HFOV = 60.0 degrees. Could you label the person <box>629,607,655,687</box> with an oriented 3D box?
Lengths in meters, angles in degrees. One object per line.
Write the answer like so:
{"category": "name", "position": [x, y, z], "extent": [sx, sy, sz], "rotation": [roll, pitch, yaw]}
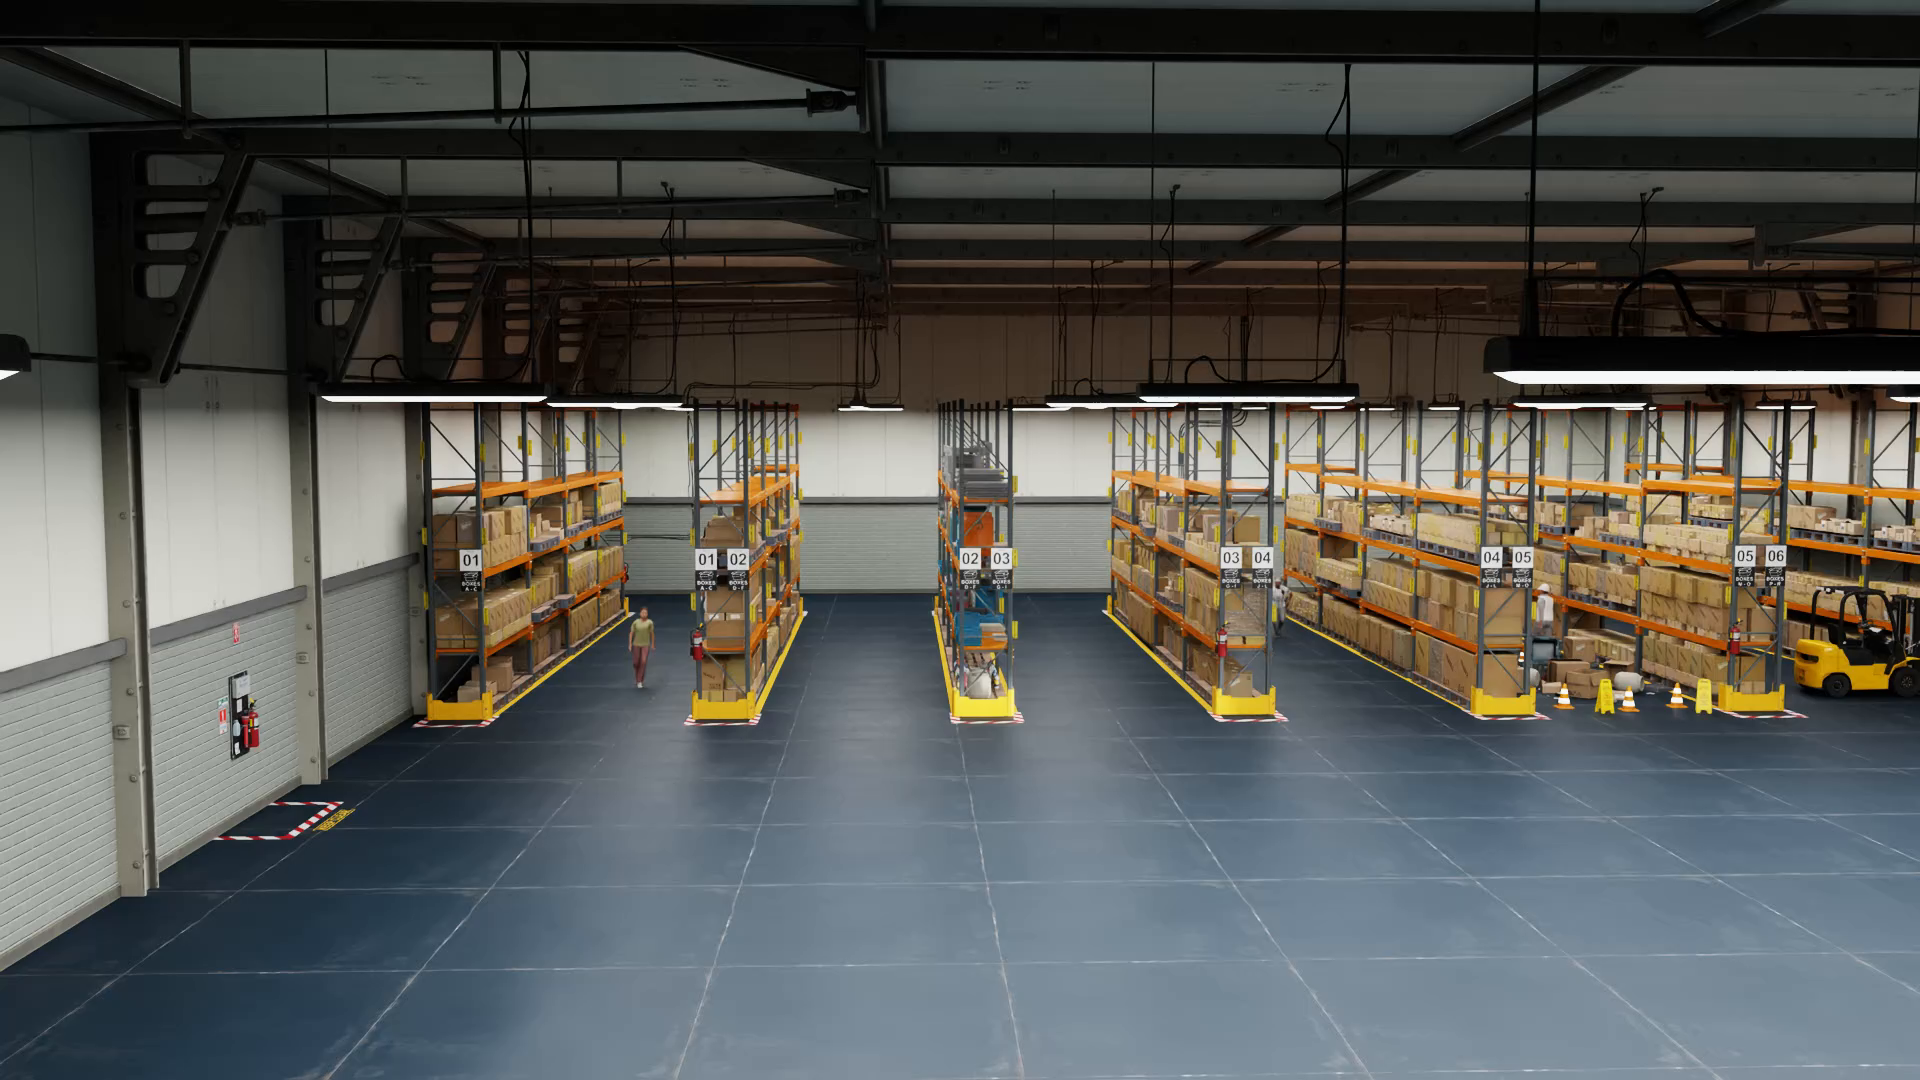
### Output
{"category": "person", "position": [-6.720, 2.257, 35.115], "extent": [0.523, 1.690, 0.689], "rotation": [-1, 4, -8]}

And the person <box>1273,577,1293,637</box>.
{"category": "person", "position": [8.160, 1.708, 42.408], "extent": [0.629, 1.599, 0.726], "rotation": [1, 4, 7]}

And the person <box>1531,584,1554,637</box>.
{"category": "person", "position": [13.606, 1.907, 38.649], "extent": [0.519, 1.776, 0.580], "rotation": [-1, 4, -11]}

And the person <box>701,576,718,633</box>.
{"category": "person", "position": [-6.522, 1.522, 43.526], "extent": [0.667, 1.724, 1.034], "rotation": [0, 4, -1]}
